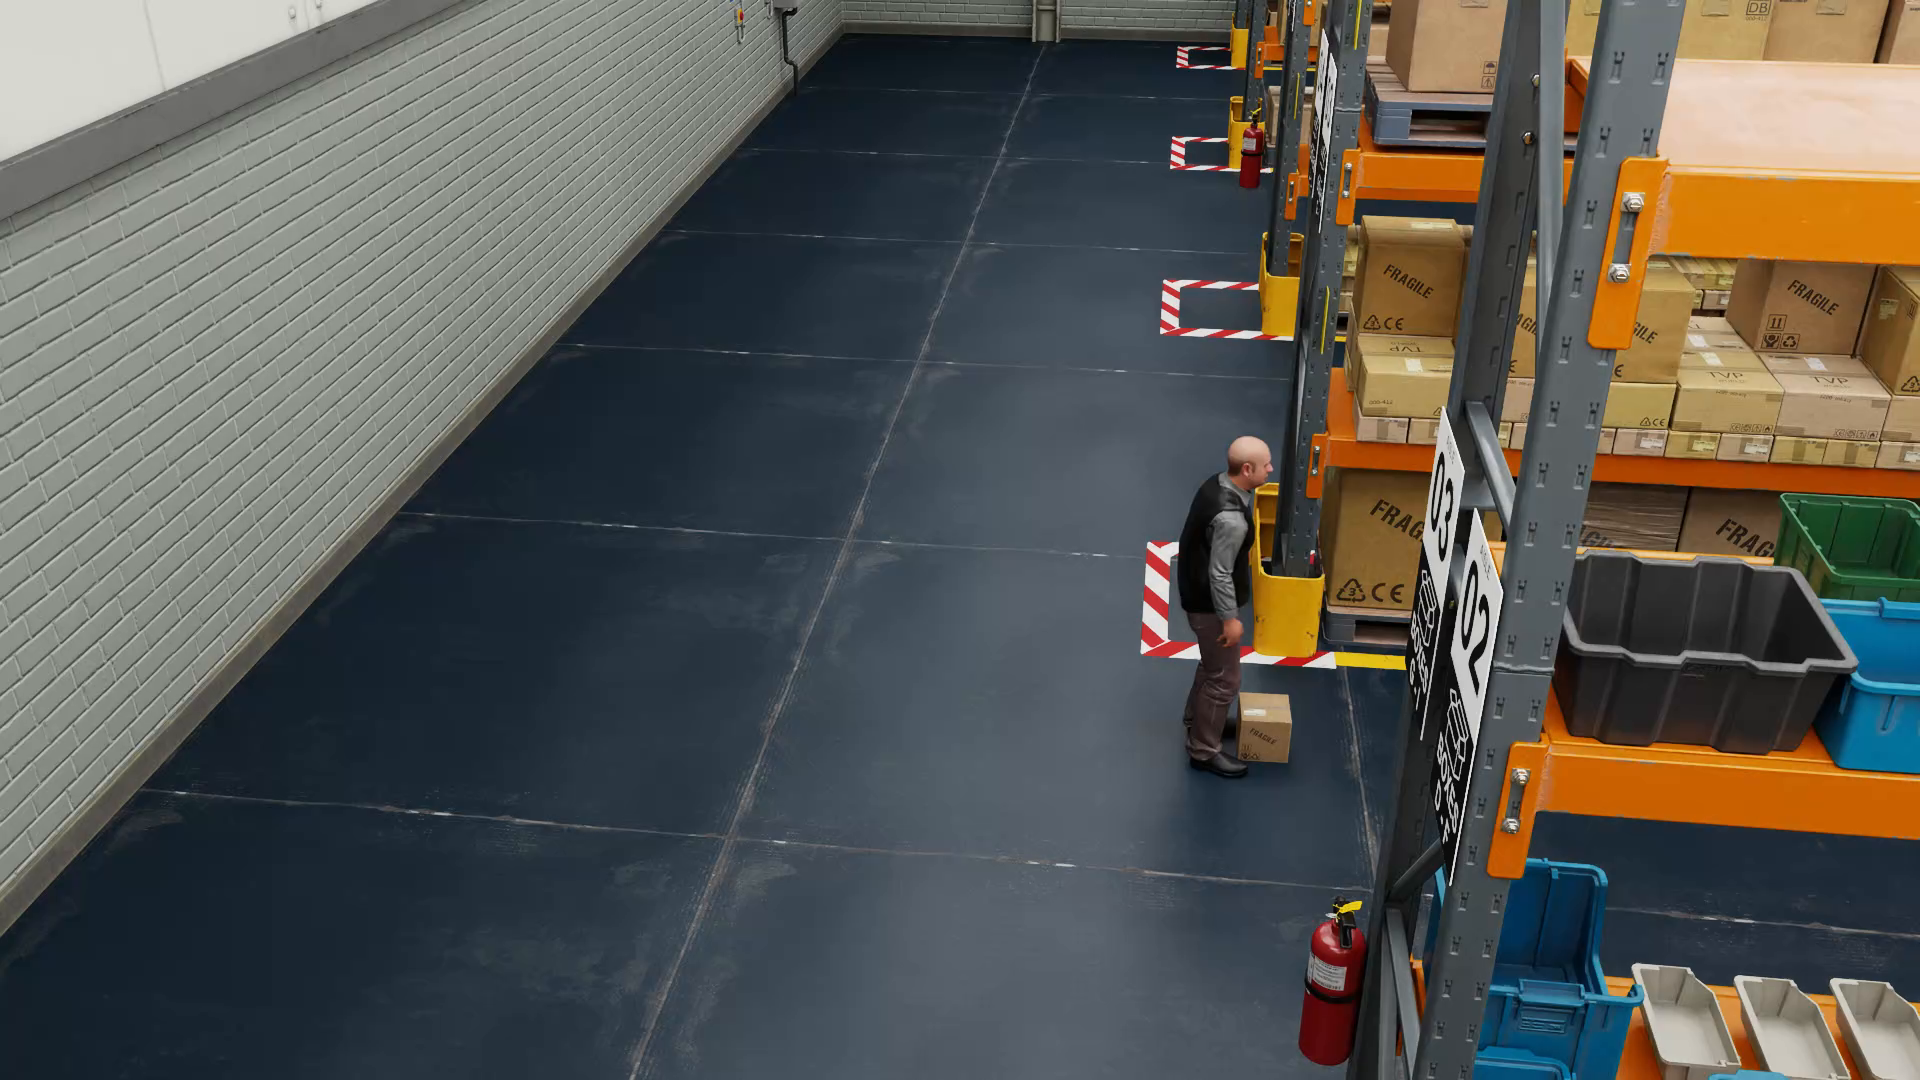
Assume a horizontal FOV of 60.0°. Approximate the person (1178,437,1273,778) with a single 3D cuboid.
[{"bbox_3d":[1.268,0.291,8.105,0.391,1.721,0.582,3,28,6],"label":"person"}]
